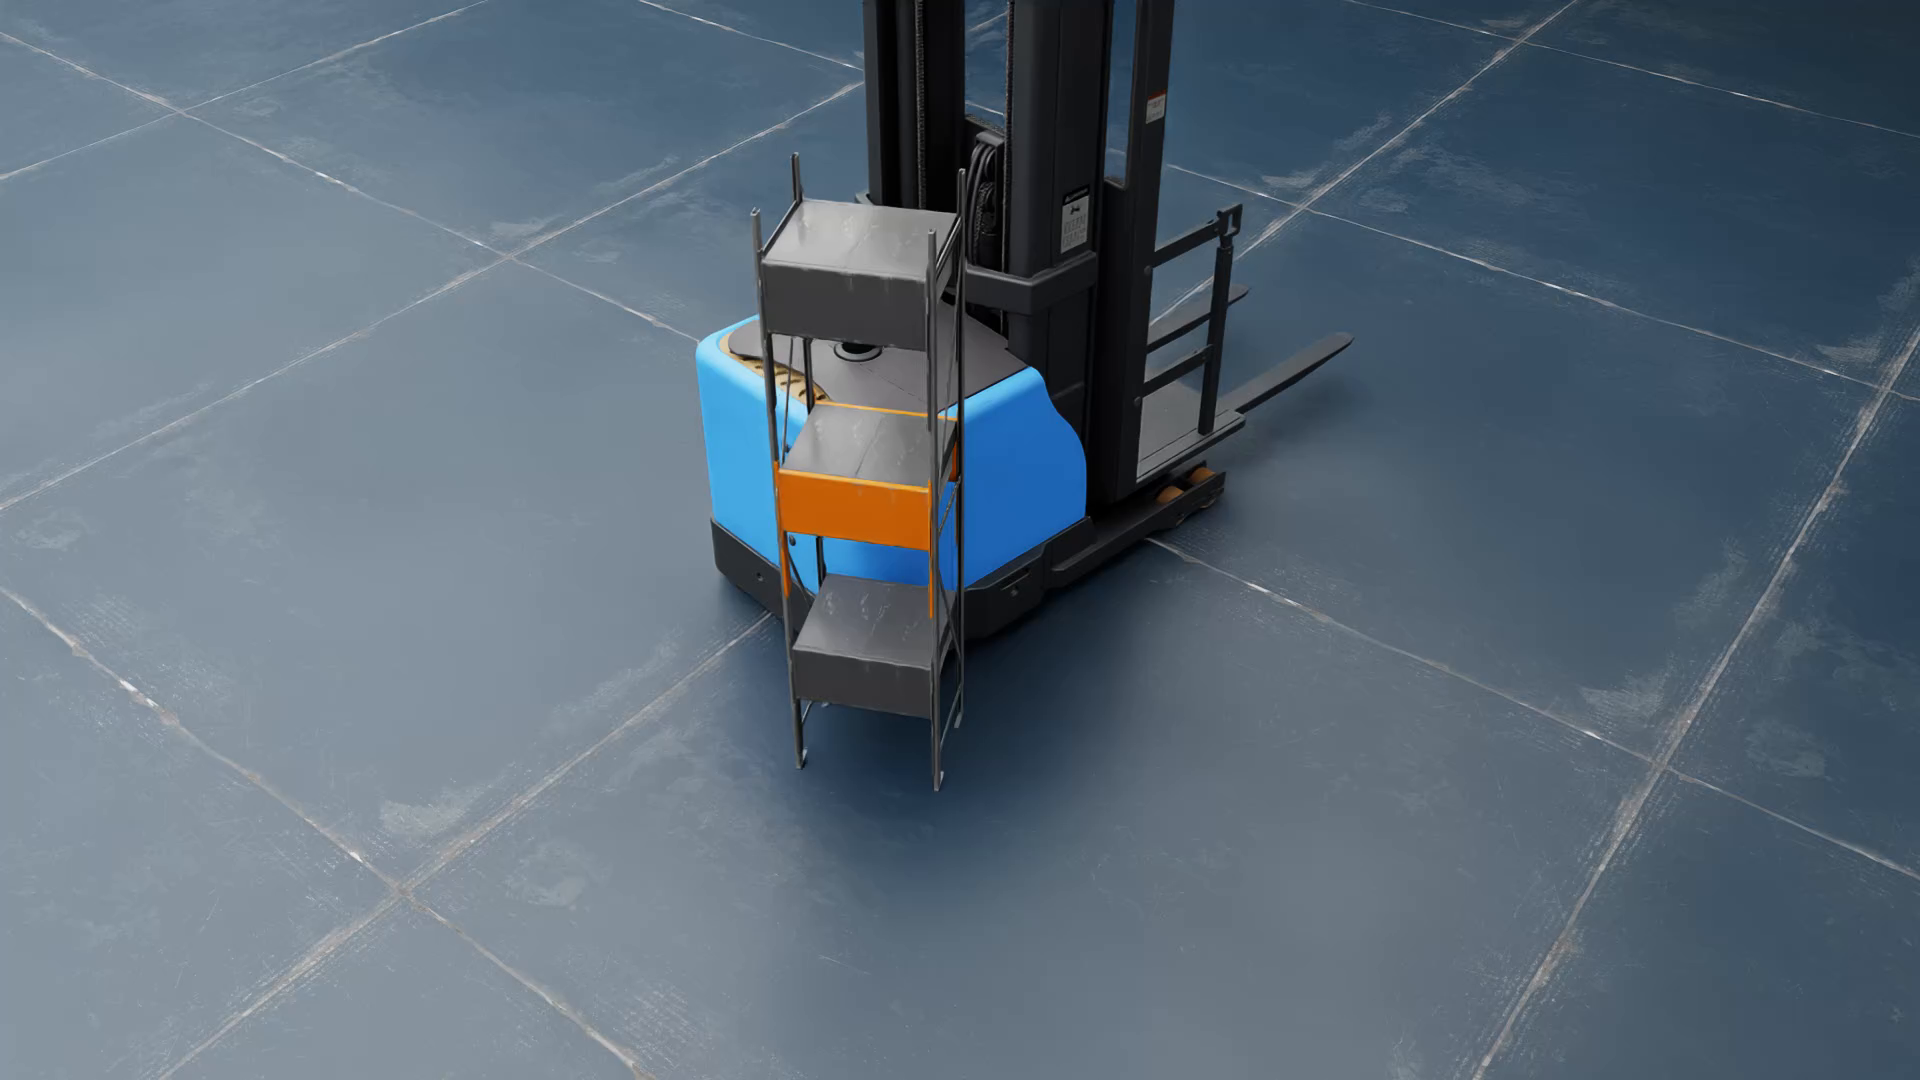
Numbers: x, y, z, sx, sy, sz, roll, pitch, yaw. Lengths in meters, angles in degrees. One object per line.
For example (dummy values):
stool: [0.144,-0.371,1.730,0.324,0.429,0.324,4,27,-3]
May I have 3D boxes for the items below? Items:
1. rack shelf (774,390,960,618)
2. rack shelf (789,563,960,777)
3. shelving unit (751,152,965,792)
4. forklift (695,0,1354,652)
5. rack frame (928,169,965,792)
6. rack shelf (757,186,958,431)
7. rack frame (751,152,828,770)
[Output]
rack shelf: [-0.275,-0.115,5.214,0.480,0.518,0.431,8,38,10]
rack shelf: [-0.276,0.438,5.642,0.480,0.518,0.431,8,38,10]
shelving unit: [-0.275,-0.126,5.205,0.503,2.100,0.431,8,38,10]
forklift: [0.462,-1.419,6.185,3.031,2.935,1.130,-30,47,-32]
rack frame: [-0.036,-0.094,5.164,0.015,2.100,0.400,8,38,10]
rack shelf: [-0.273,-0.669,4.786,0.480,0.518,0.431,8,38,10]
rack frame: [-0.513,-0.159,5.247,0.015,2.100,0.400,8,38,10]
